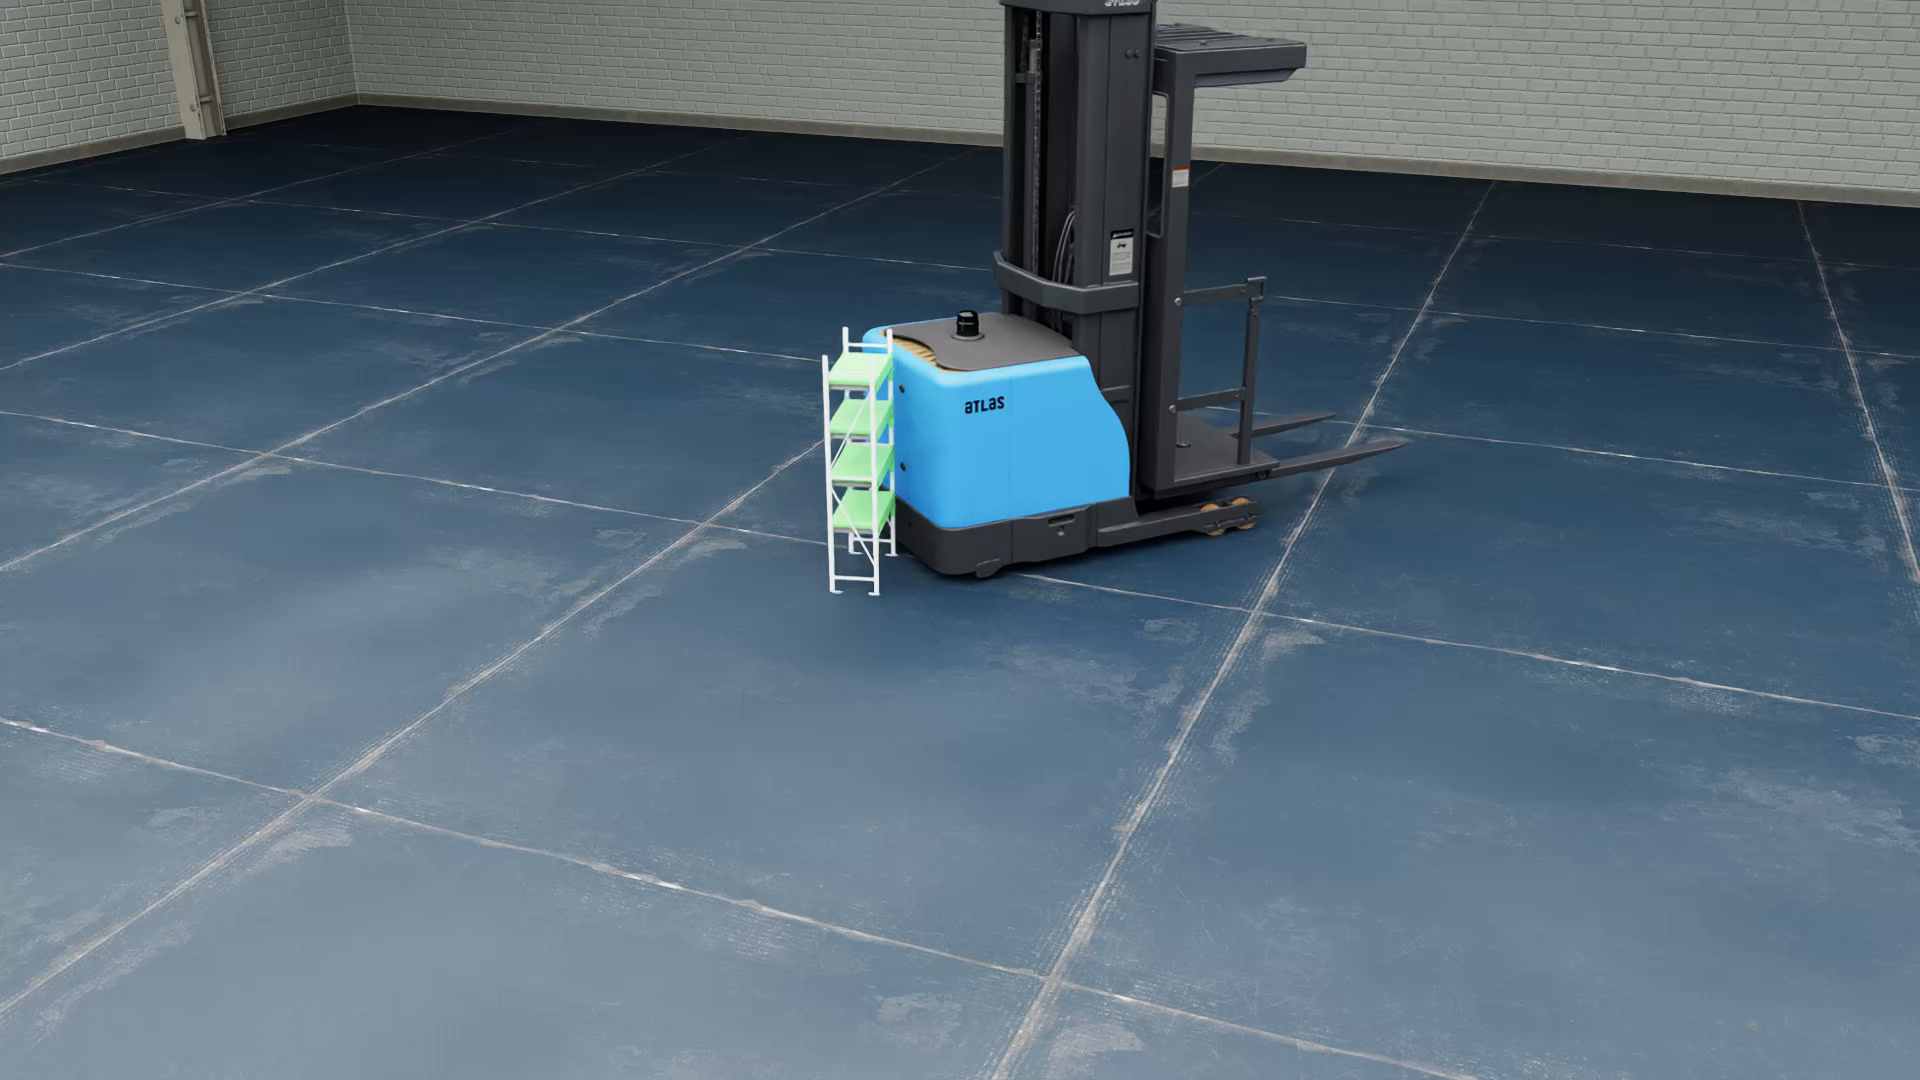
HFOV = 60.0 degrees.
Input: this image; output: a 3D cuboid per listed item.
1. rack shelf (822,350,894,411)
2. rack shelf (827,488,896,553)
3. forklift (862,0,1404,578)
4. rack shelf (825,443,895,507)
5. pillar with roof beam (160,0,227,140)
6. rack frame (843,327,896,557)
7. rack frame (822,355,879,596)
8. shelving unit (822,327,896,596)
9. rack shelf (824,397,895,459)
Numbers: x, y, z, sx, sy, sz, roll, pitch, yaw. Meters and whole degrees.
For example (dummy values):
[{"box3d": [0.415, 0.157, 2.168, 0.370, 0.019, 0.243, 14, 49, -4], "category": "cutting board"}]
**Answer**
[{"box3d": [-0.483, -0.767, 7.950, 0.258, 0.148, 0.480, 3, 23, 7], "category": "rack shelf"}, {"box3d": [-0.483, -0.103, 8.228, 0.258, 0.148, 0.480, 3, 23, 7], "category": "rack shelf"}, {"box3d": [1.034, -1.544, 8.643, 3.031, 2.935, 1.130, -11, 25, -25], "category": "forklift"}, {"box3d": [-0.483, -0.324, 8.135, 0.258, 0.148, 0.480, 3, 23, 7], "category": "rack shelf"}, {"box3d": [-5.477, -8.606, 17.678, 9.100, 9.000, 0.400, 9, 24, 20], "category": "pillar with roof beam"}, {"box3d": [-0.451, -0.477, 8.334, 0.240, 1.200, 0.015, 3, 23, 7], "category": "rack frame"}, {"box3d": [-0.514, -0.290, 7.888, 0.240, 1.200, 0.015, 3, 23, 7], "category": "rack frame"}, {"box3d": [-0.483, -0.383, 8.111, 0.258, 1.200, 0.503, 3, 23, 7], "category": "shelving unit"}, {"box3d": [-0.483, -0.546, 8.043, 0.258, 0.148, 0.480, 3, 23, 7], "category": "rack shelf"}]
